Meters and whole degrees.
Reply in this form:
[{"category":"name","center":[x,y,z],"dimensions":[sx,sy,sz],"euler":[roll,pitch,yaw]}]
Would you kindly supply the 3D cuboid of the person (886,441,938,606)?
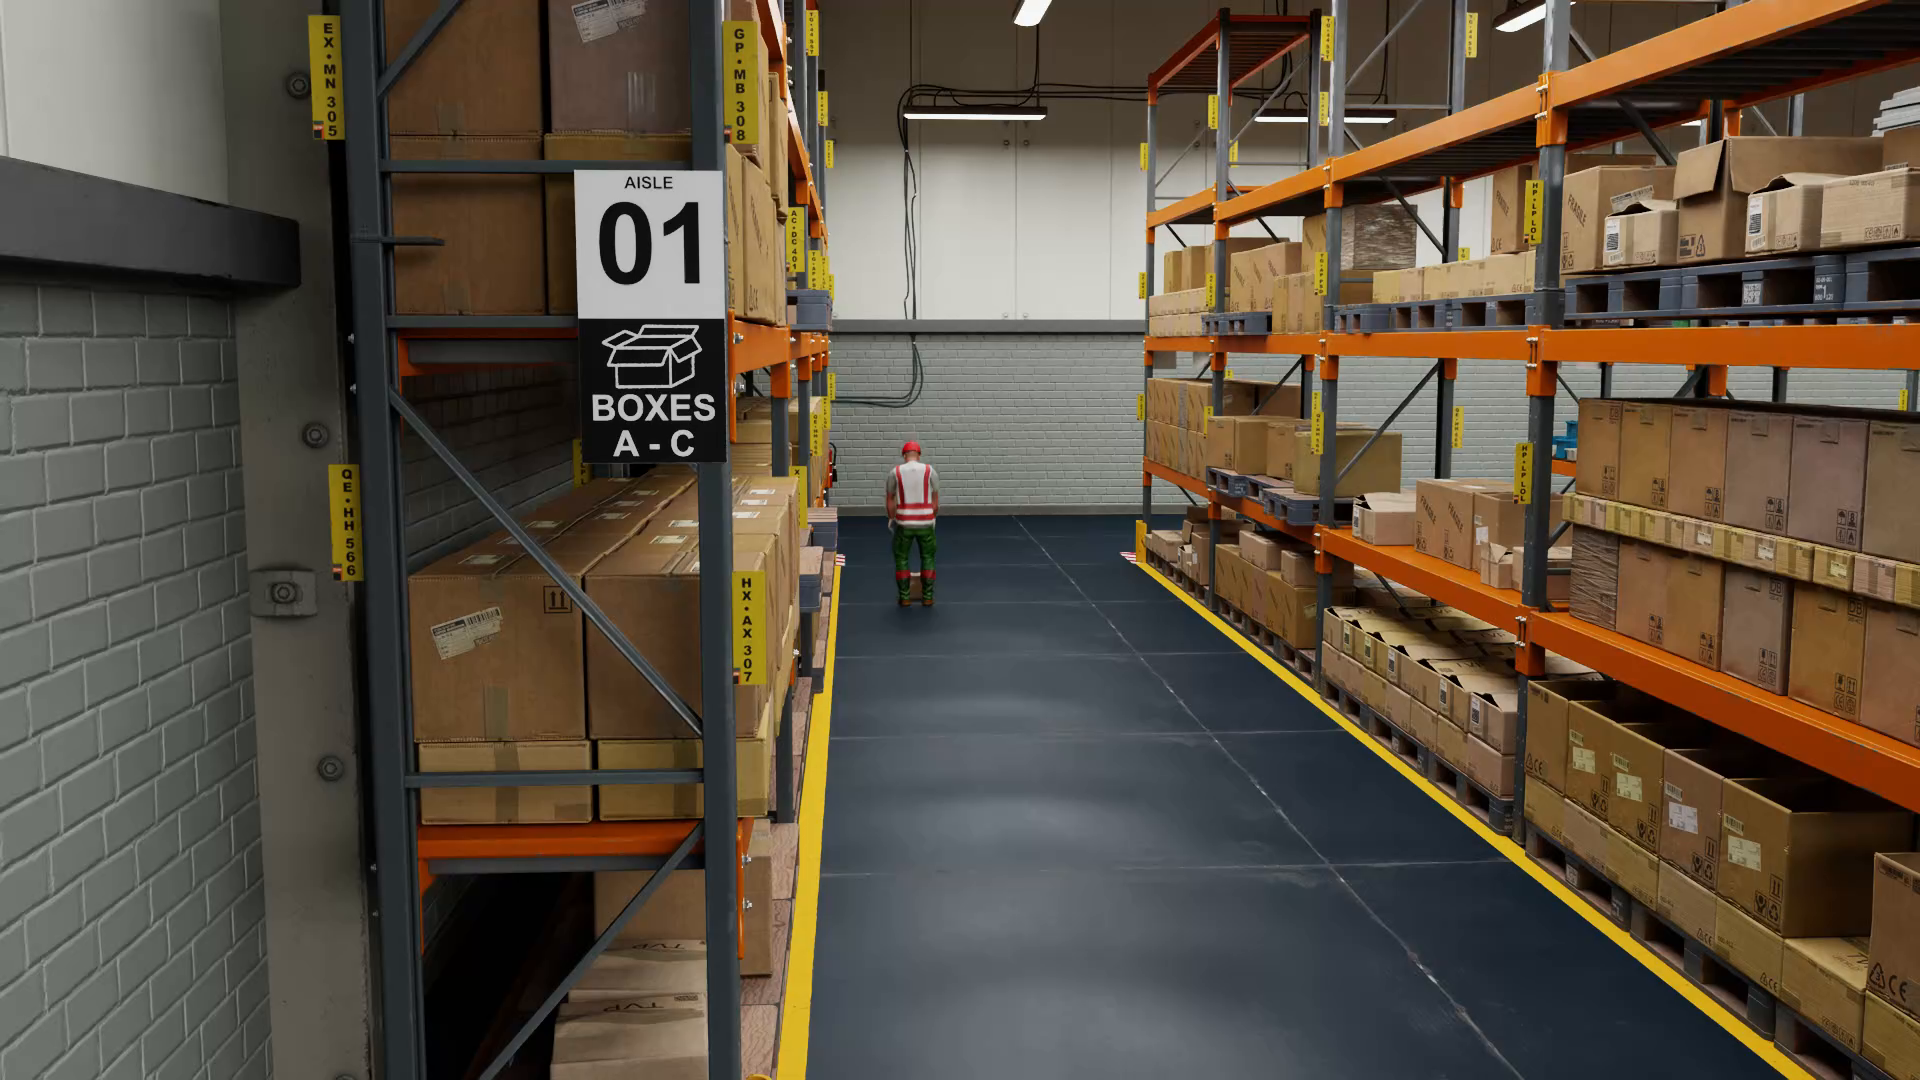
[{"category":"person","center":[-0.500,-0.173,17.434],"dimensions":[0.549,1.712,0.496],"euler":[0,7,-2]}]
